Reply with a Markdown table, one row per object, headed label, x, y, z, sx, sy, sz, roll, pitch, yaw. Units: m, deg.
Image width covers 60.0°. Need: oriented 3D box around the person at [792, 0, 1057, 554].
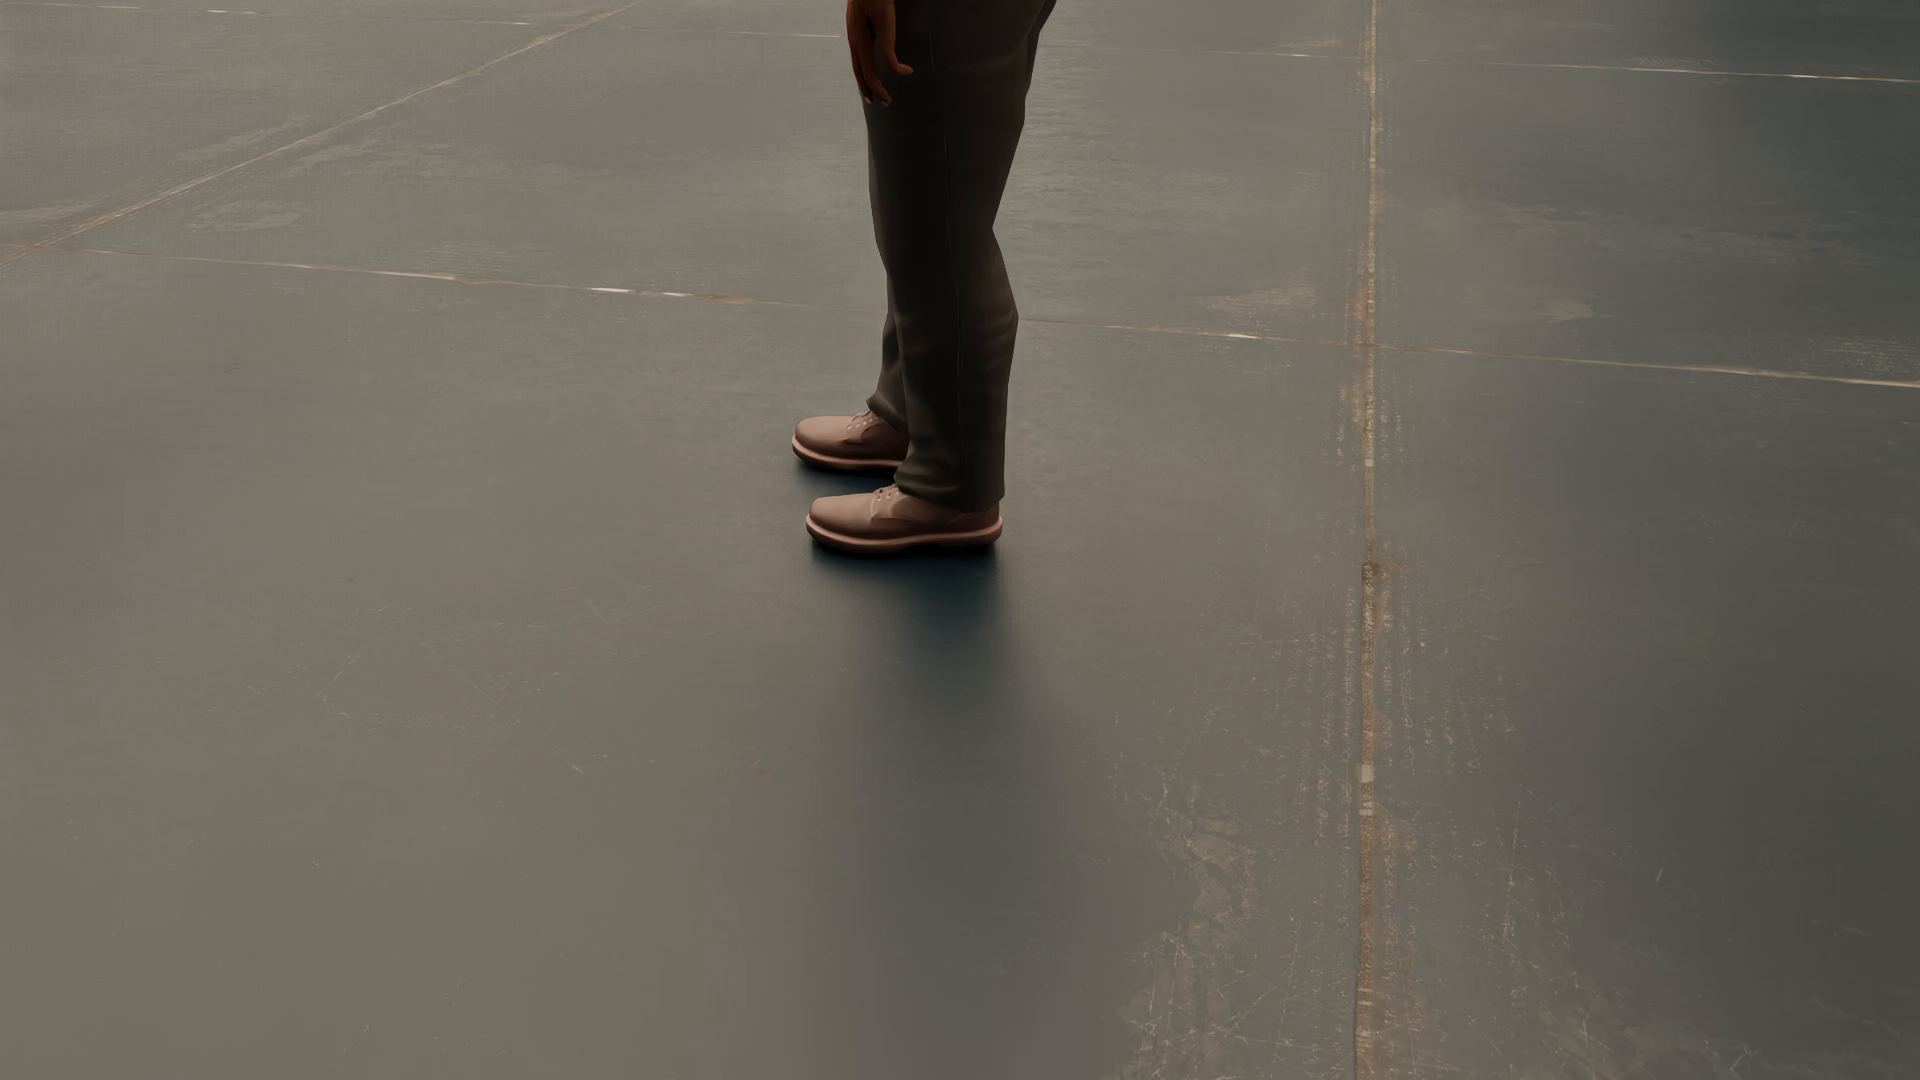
| label | x | y | z | sx | sy | sz | roll | pitch | yaw |
| --- | --- | --- | --- | --- | --- | --- | --- | --- | --- |
| person | -0.082 | -0.762 | 2.158 | 0.503 | 1.656 | 0.570 | 6 | 27 | 11 |
